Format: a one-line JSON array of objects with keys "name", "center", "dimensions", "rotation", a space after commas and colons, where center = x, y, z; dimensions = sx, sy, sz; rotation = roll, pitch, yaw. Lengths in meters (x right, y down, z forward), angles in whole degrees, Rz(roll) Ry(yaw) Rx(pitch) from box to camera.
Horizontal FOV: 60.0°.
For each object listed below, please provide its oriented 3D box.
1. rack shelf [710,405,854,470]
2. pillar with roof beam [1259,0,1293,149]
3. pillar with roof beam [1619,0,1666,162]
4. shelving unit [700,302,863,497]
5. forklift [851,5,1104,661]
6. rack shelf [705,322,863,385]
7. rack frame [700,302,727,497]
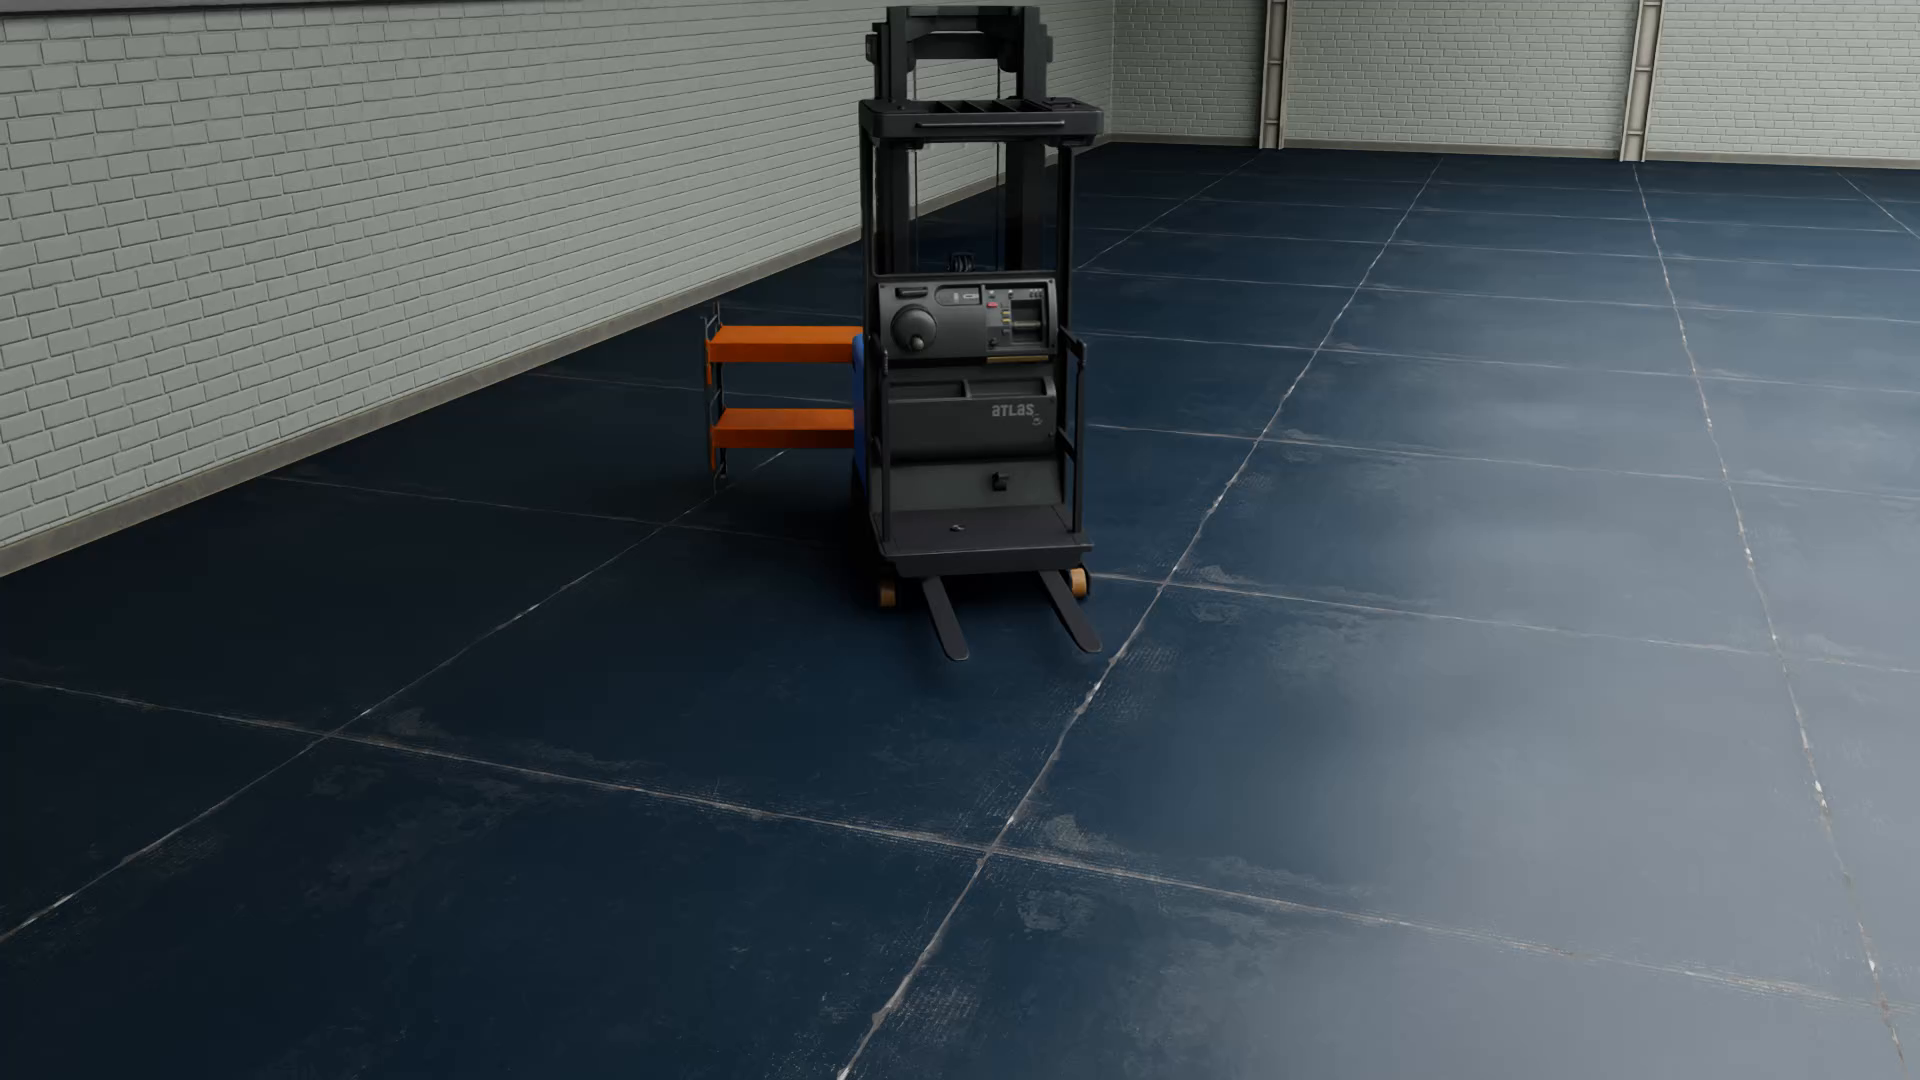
[{"name": "rack shelf", "center": [-1.029, -0.646, 10.463], "dimensions": [1.000, 0.278, 0.538], "rotation": [0, 19, 1]}, {"name": "pillar with roof beam", "center": [4.133, -9.899, 24.303], "dimensions": [0.400, 9.000, 9.100], "rotation": [7, 20, 18]}, {"name": "pillar with roof beam", "center": [9.801, -9.251, 22.444], "dimensions": [0.400, 9.000, 9.100], "rotation": [7, 20, 18]}, {"name": "shelving unit", "center": [-1.029, -0.877, 10.383], "dimensions": [1.048, 1.125, 0.538], "rotation": [0, 19, 1]}, {"name": "forklift", "center": [0.076, -1.150, 8.421], "dimensions": [1.130, 2.935, 3.031], "rotation": [-3, 19, -8]}, {"name": "rack shelf", "center": [-1.029, -1.154, 10.287], "dimensions": [1.000, 0.278, 0.538], "rotation": [0, 19, 1]}, {"name": "rack frame", "center": [-1.537, -0.881, 10.394], "dimensions": [0.032, 1.125, 0.500], "rotation": [0, 19, 1]}]
